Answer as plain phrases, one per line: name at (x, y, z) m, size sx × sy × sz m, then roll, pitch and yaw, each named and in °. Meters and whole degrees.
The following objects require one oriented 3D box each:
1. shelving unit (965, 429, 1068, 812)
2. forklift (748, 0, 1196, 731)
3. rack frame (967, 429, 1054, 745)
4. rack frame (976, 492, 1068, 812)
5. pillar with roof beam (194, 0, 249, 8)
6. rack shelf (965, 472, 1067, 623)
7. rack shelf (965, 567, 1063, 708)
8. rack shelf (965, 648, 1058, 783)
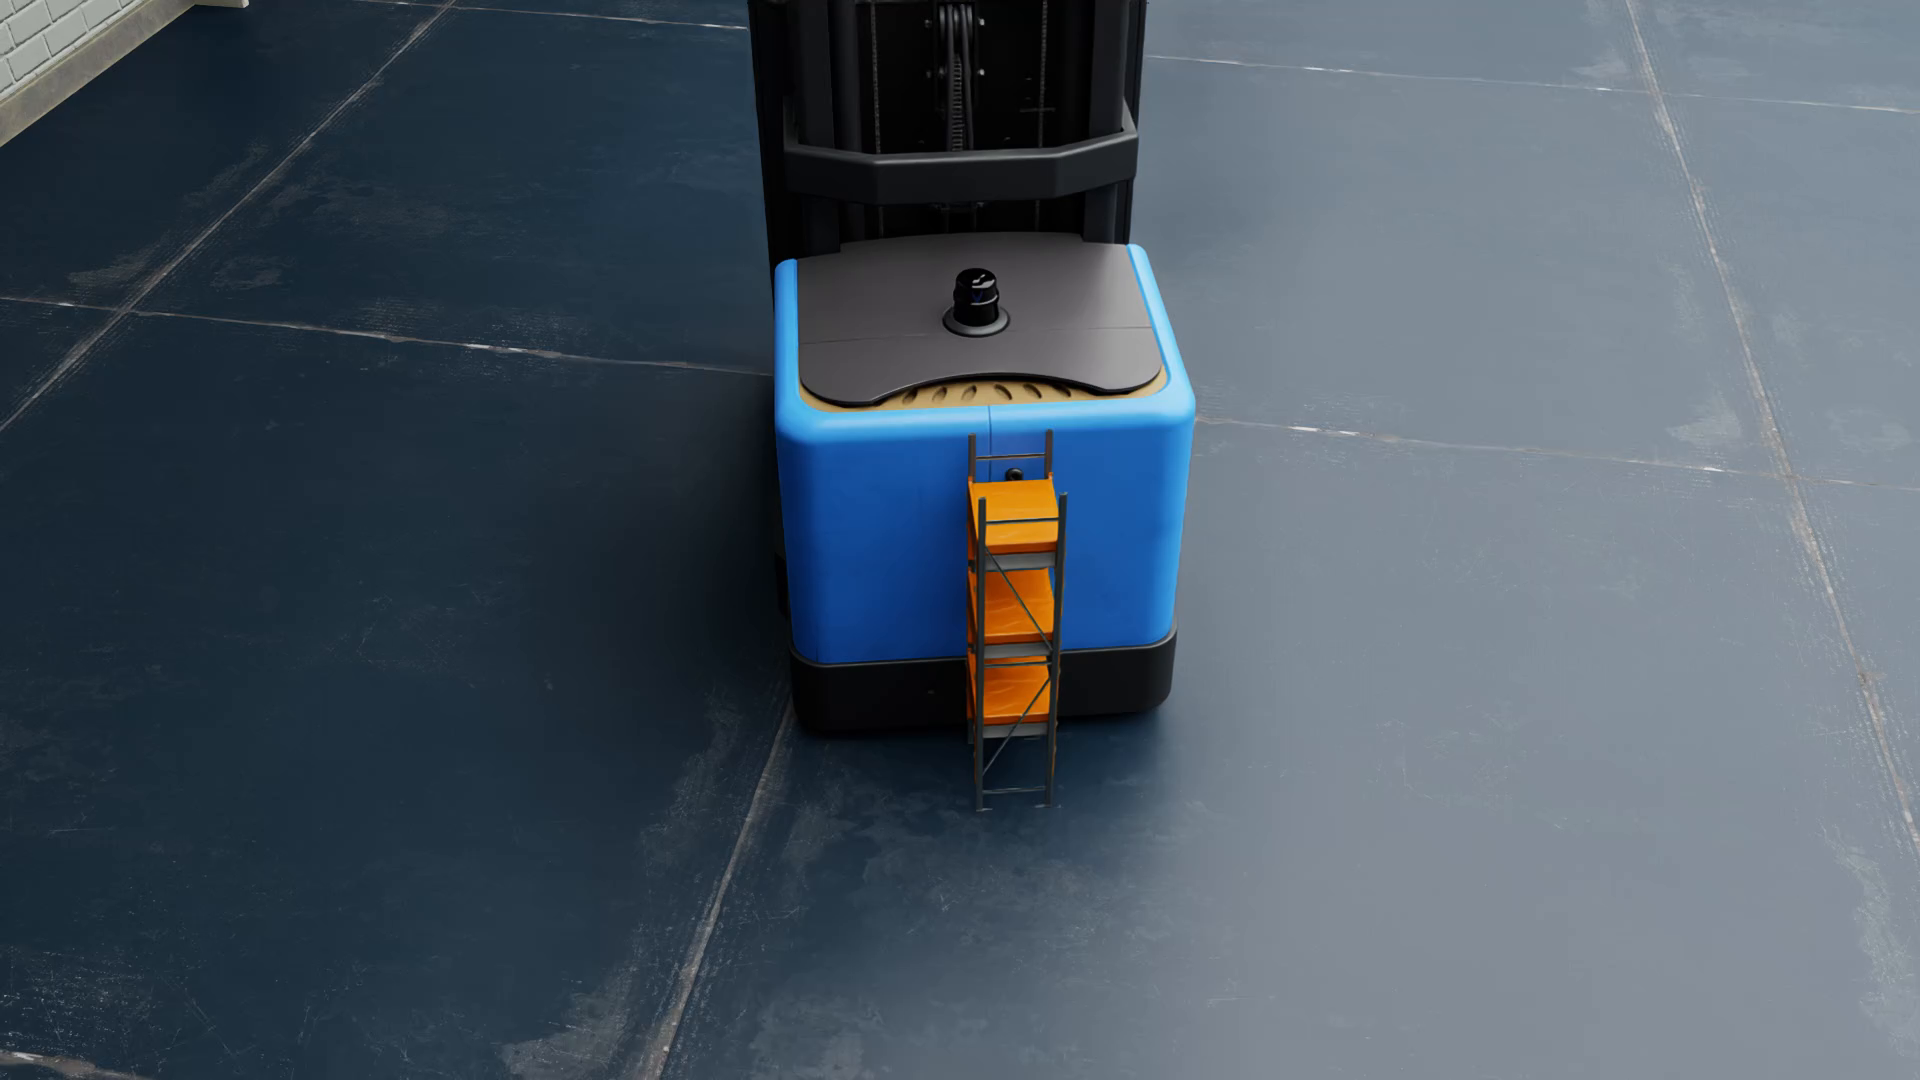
shelving unit at (0.131, 0.228, 4.150) m, size 0.215 × 1.050 × 0.252 m, roll -3°, pitch 40°, yaw -4°
forklift at (-0.055, -1.540, 4.813) m, size 1.130 × 2.935 × 3.031 m, roll -3°, pitch 40°, yaw -4°
rack frame at (0.120, 0.151, 4.244) m, size 0.200 × 1.050 × 0.008 m, roll -3°, pitch 40°, yaw -4°
rack frame at (0.141, 0.306, 4.056) m, size 0.200 × 1.050 × 0.008 m, roll -3°, pitch 40°, yaw -4°
pillar with roof beam at (0.434, -5.876, 5.295) m, size 9.100 × 9.000 × 0.400 m, roll 6°, pitch 40°, yaw 8°
rack shelf at (0.131, 0.018, 3.976) m, size 0.215 × 0.259 × 0.240 m, roll -3°, pitch 40°, yaw -4°
rack shelf at (0.131, 0.236, 4.157) m, size 0.215 × 0.259 × 0.240 m, roll -3°, pitch 40°, yaw -4°
rack shelf at (0.131, 0.451, 4.334) m, size 0.215 × 0.259 × 0.240 m, roll -3°, pitch 40°, yaw -4°
